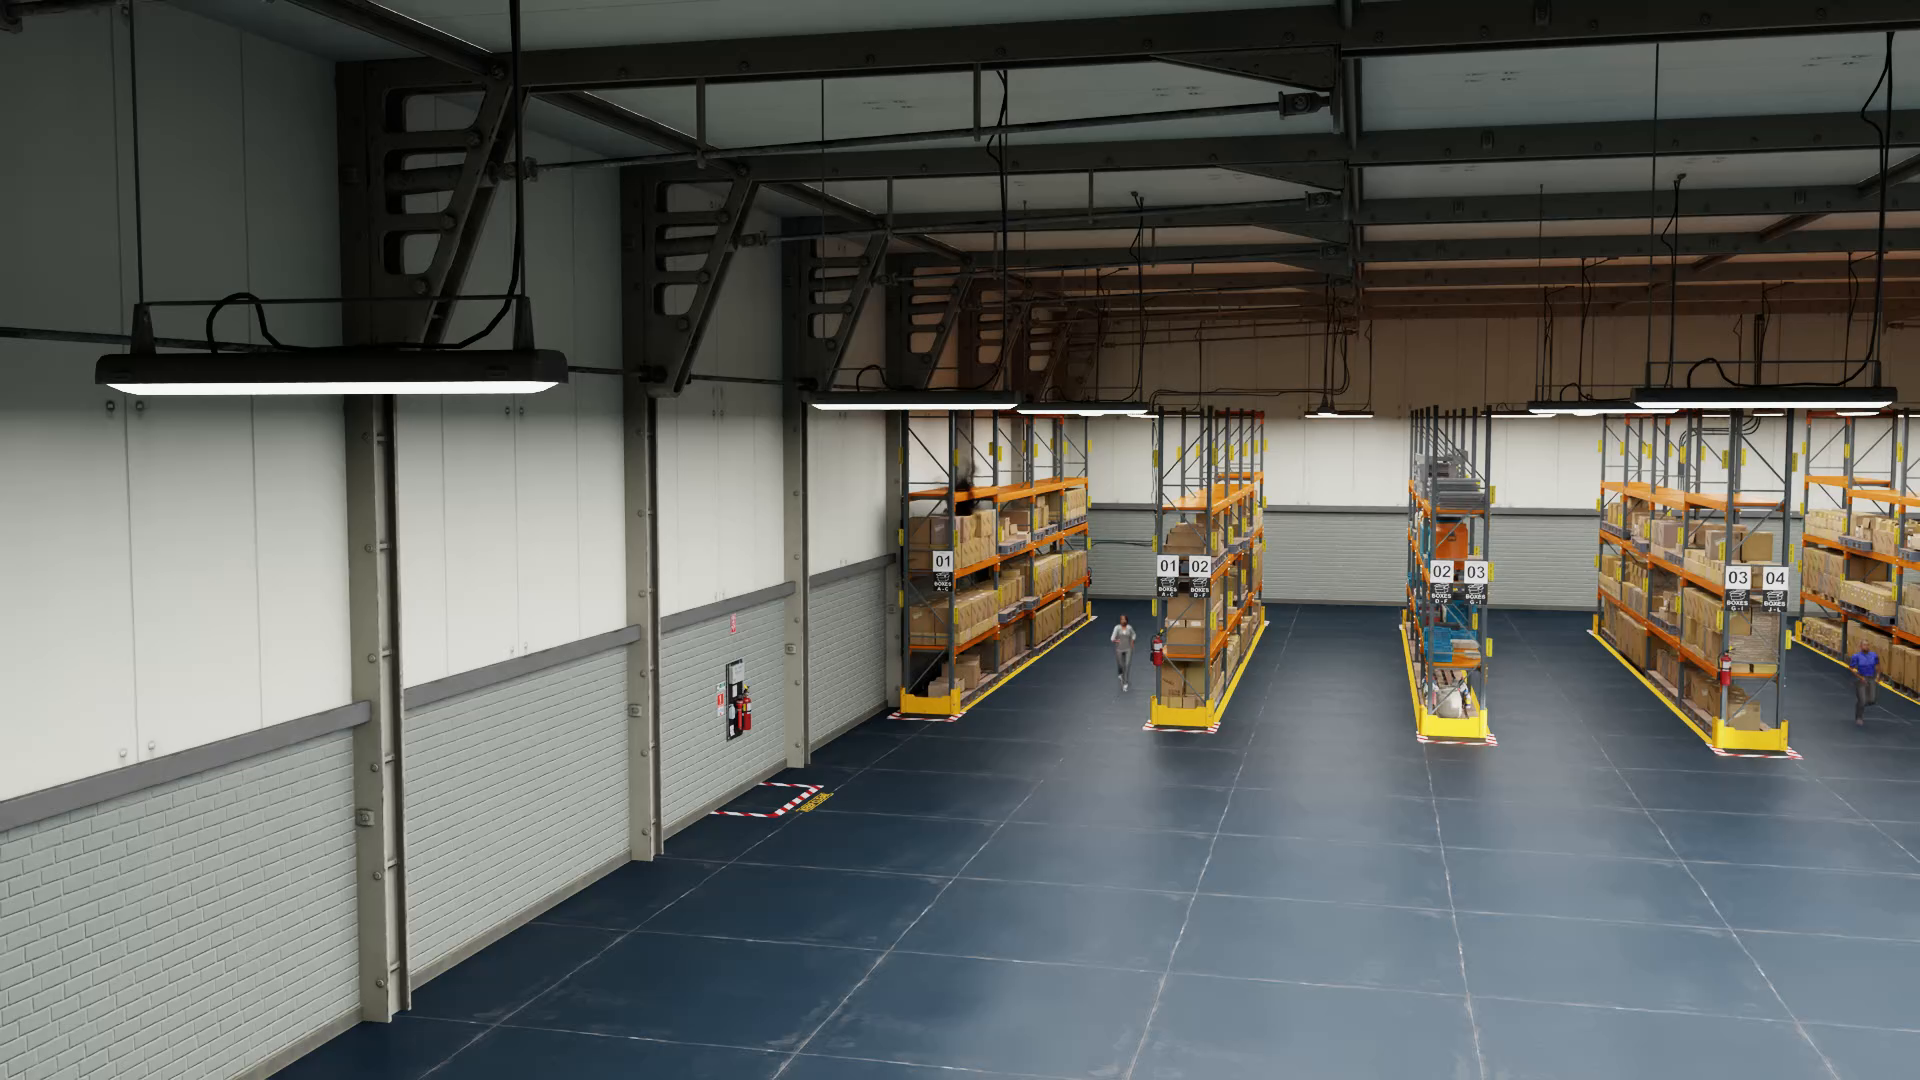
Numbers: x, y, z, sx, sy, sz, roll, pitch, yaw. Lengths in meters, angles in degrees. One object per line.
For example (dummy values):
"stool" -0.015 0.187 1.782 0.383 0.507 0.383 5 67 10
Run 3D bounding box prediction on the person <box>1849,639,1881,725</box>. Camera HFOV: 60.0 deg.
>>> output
"person" 17.078 2.678 31.364 0.597 1.617 0.626 1 4 9

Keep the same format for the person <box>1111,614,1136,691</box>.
"person" 3.481 2.376 35.432 0.540 1.593 0.841 0 4 1
